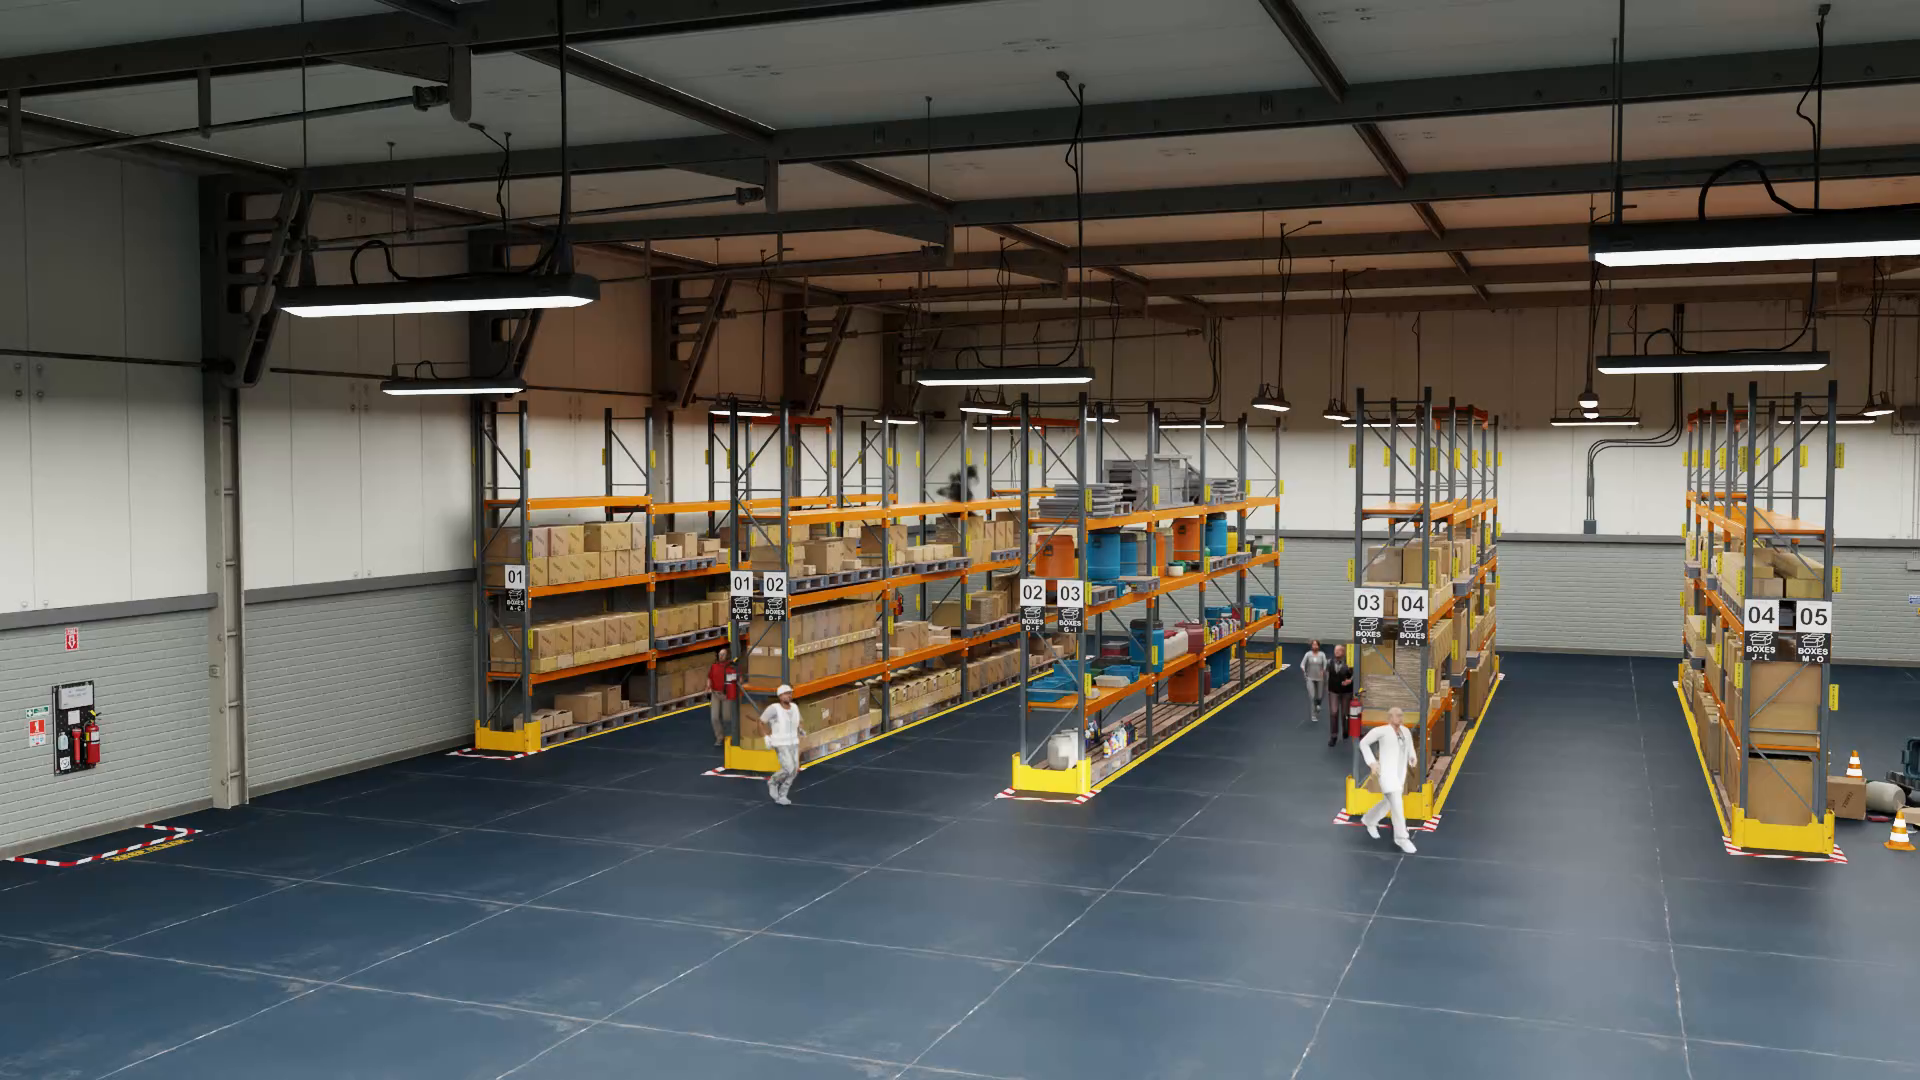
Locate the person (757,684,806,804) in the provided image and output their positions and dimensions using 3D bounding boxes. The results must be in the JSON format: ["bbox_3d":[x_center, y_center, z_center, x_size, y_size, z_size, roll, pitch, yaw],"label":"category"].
[{"bbox_3d":[-2.491,2.959,23.986,0.683,1.737,0.587,-3,4,-45],"label":"person"}]

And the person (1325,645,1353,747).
[{"bbox_3d":[6.716,2.713,29.226,0.656,1.759,0.836,1,3,22],"label":"person"}]

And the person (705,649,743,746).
[{"bbox_3d":[-4.145,2.713,29.141,0.664,1.612,0.645,1,3,14],"label":"person"}]

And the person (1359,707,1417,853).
[{"bbox_3d":[5.589,3.051,21.524,0.719,1.788,1.042,-2,3,-32],"label":"person"}]

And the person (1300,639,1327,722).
[{"bbox_3d":[6.784,2.676,31.847,0.538,1.549,0.608,0,3,10],"label":"person"}]
